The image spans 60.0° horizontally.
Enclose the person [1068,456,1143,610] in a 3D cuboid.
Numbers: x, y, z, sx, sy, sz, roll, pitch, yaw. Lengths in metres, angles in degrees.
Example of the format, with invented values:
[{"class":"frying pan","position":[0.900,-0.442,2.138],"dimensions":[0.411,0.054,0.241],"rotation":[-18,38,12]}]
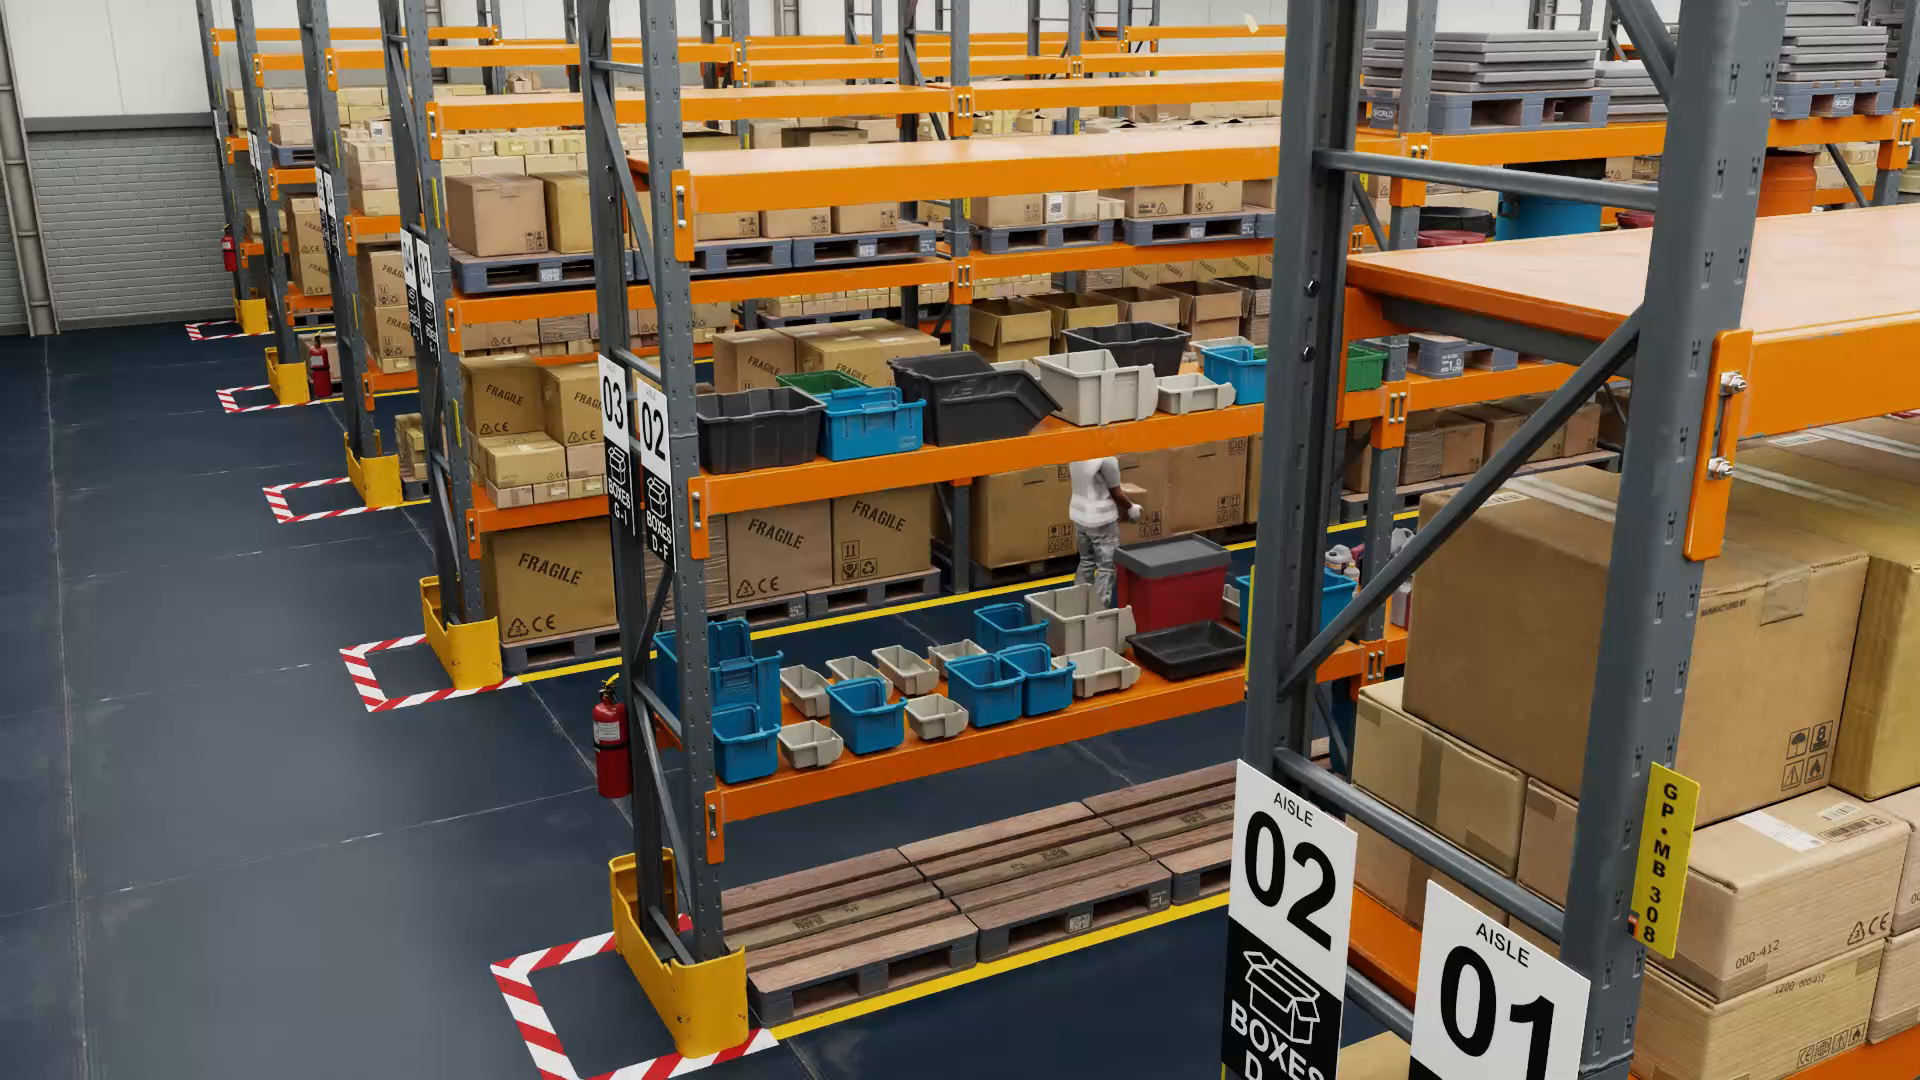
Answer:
[{"class":"person","position":[1.139,-0.184,13.076],"dimensions":[0.541,1.789,0.532],"rotation":[-10,21,-27]}]
